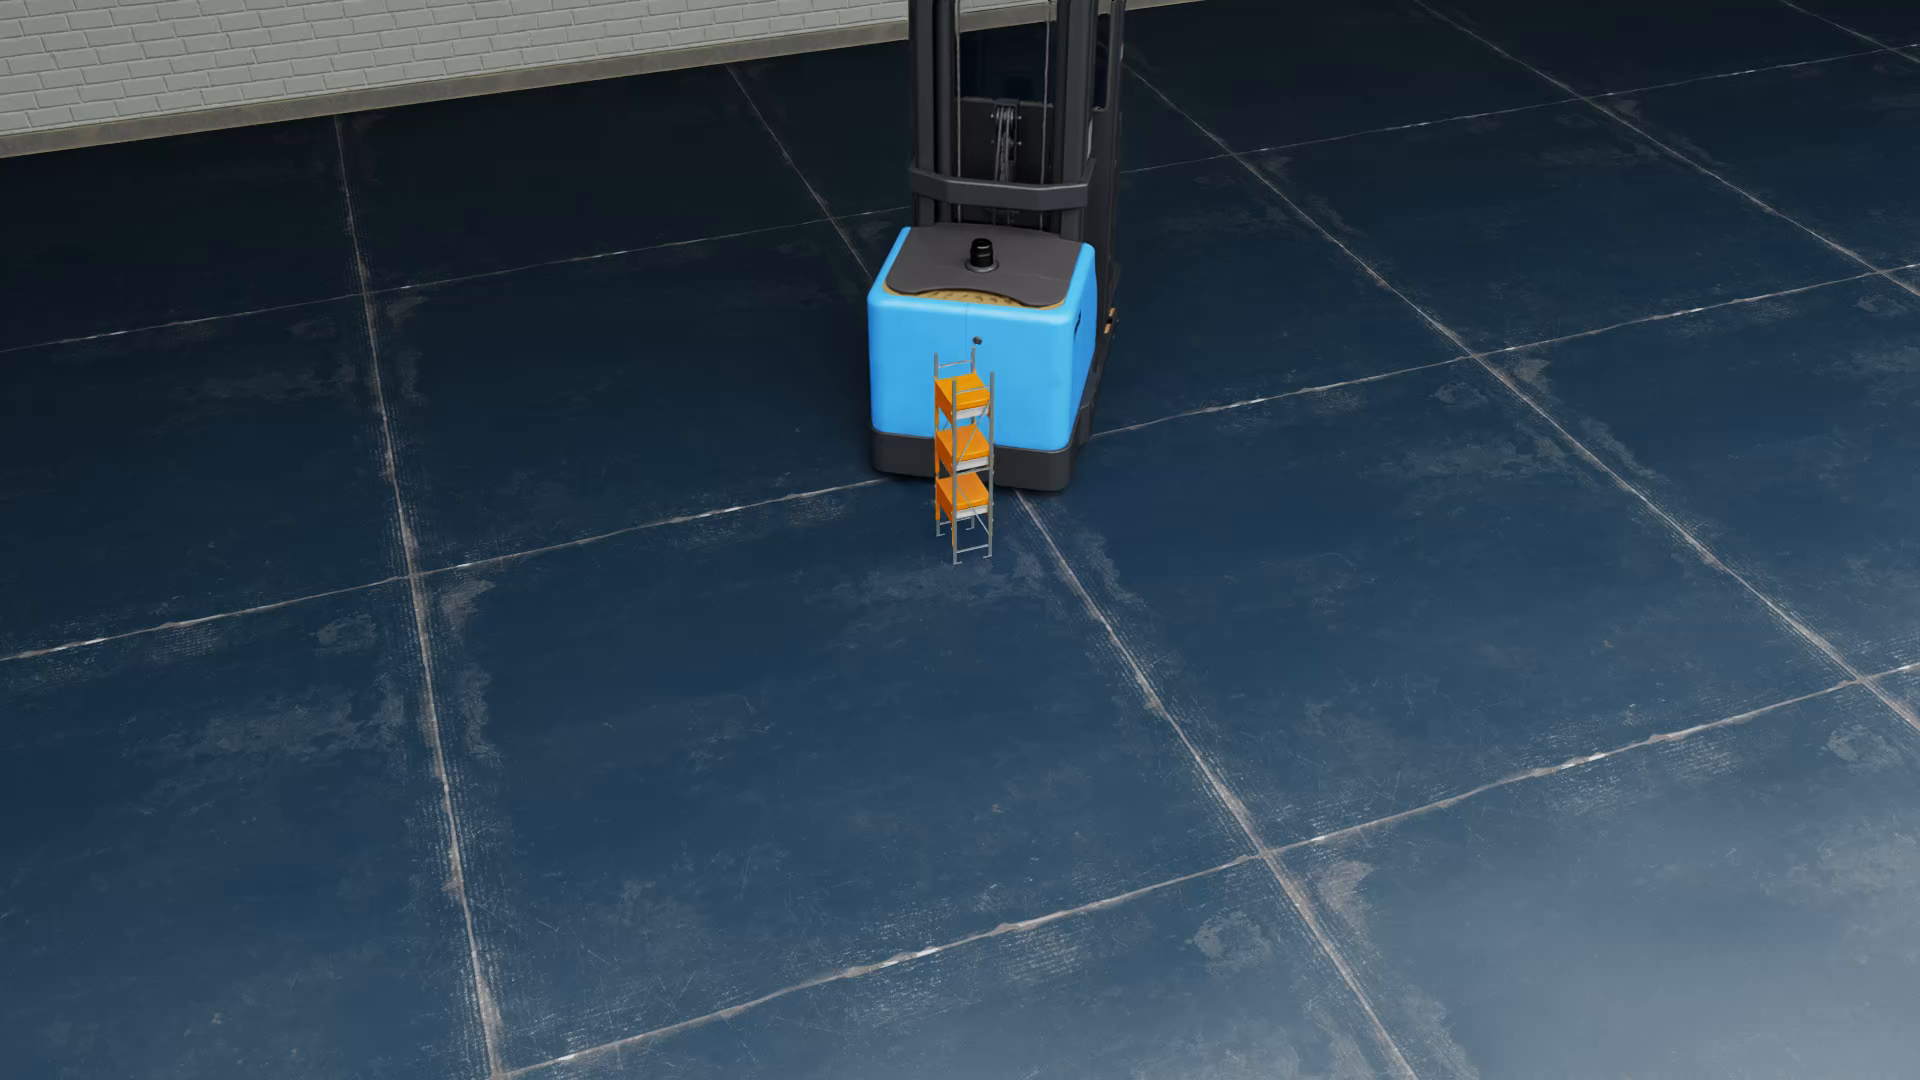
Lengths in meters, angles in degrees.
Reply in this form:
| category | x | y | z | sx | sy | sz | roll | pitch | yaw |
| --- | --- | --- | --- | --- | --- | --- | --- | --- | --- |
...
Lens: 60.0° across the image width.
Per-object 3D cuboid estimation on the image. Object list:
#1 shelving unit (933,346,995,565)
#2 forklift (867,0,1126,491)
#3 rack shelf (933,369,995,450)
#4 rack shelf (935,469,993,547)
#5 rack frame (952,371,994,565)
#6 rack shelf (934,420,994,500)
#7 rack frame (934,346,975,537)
| category | x | y | z | sx | sy | sz | roll | pitch | yaw |
| --- | --- | --- | --- | --- | --- | --- | --- | --- | --- |
| shelving unit | 0.018 | -0.389 | 7.894 | 0.215 | 1.050 | 0.252 | -12 | 39 | -16 |
| forklift | 0.331 | -2.305 | 8.874 | 1.130 | 2.935 | 3.031 | 7 | 38 | 9 |
| rack shelf | 0.018 | -0.607 | 7.730 | 0.215 | 0.259 | 0.240 | -12 | 39 | -16 |
| rack shelf | 0.018 | -0.159 | 8.068 | 0.215 | 0.259 | 0.240 | -12 | 39 | -16 |
| rack frame | 0.060 | -0.320 | 7.803 | 0.200 | 1.050 | 0.008 | -12 | 39 | -16 |
| rack shelf | 0.018 | -0.381 | 7.900 | 0.215 | 0.259 | 0.240 | -12 | 39 | -16 |
| rack frame | -0.024 | -0.458 | 7.985 | 0.200 | 1.050 | 0.008 | -12 | 39 | -16 |
